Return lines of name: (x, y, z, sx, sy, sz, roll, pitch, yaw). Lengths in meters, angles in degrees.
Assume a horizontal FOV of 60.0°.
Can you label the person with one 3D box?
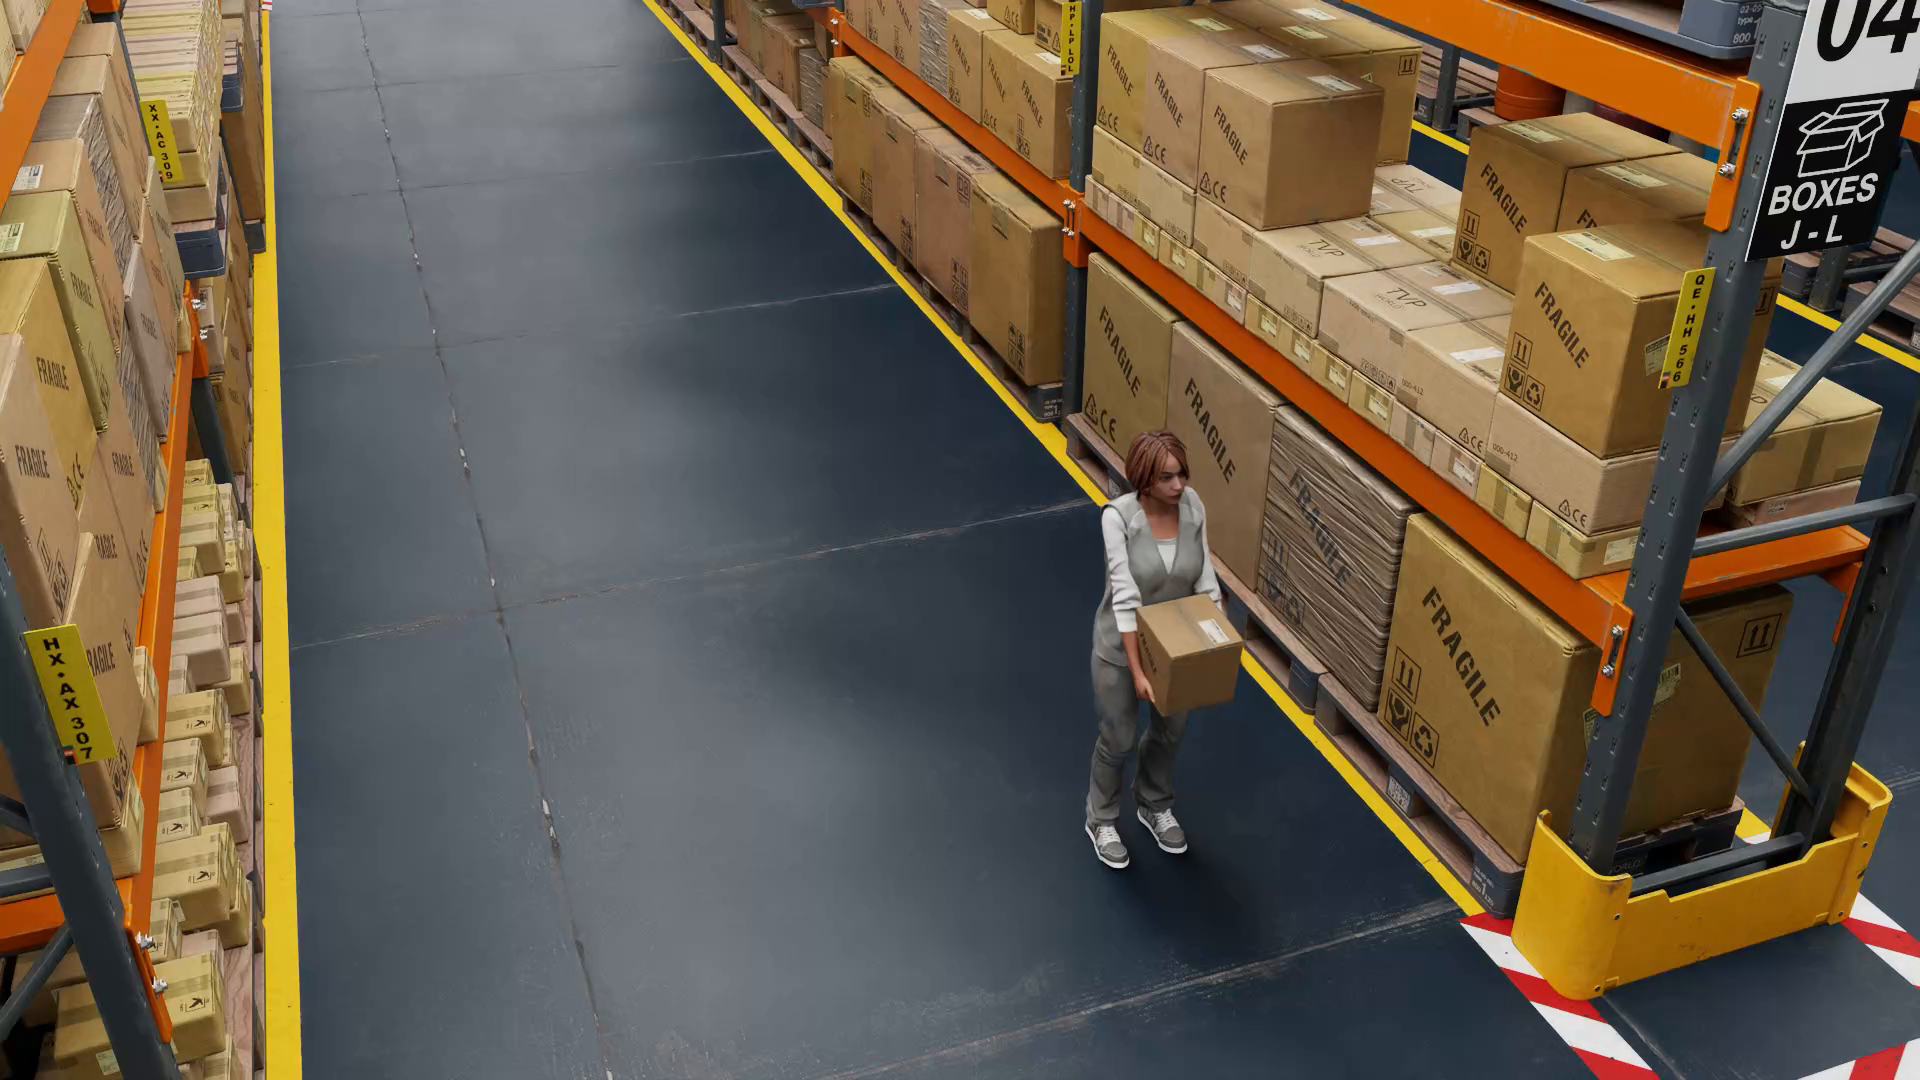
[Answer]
person: (0.647, 0.402, 5.455, 0.375, 1.599, 0.496, -11, 32, -18)
